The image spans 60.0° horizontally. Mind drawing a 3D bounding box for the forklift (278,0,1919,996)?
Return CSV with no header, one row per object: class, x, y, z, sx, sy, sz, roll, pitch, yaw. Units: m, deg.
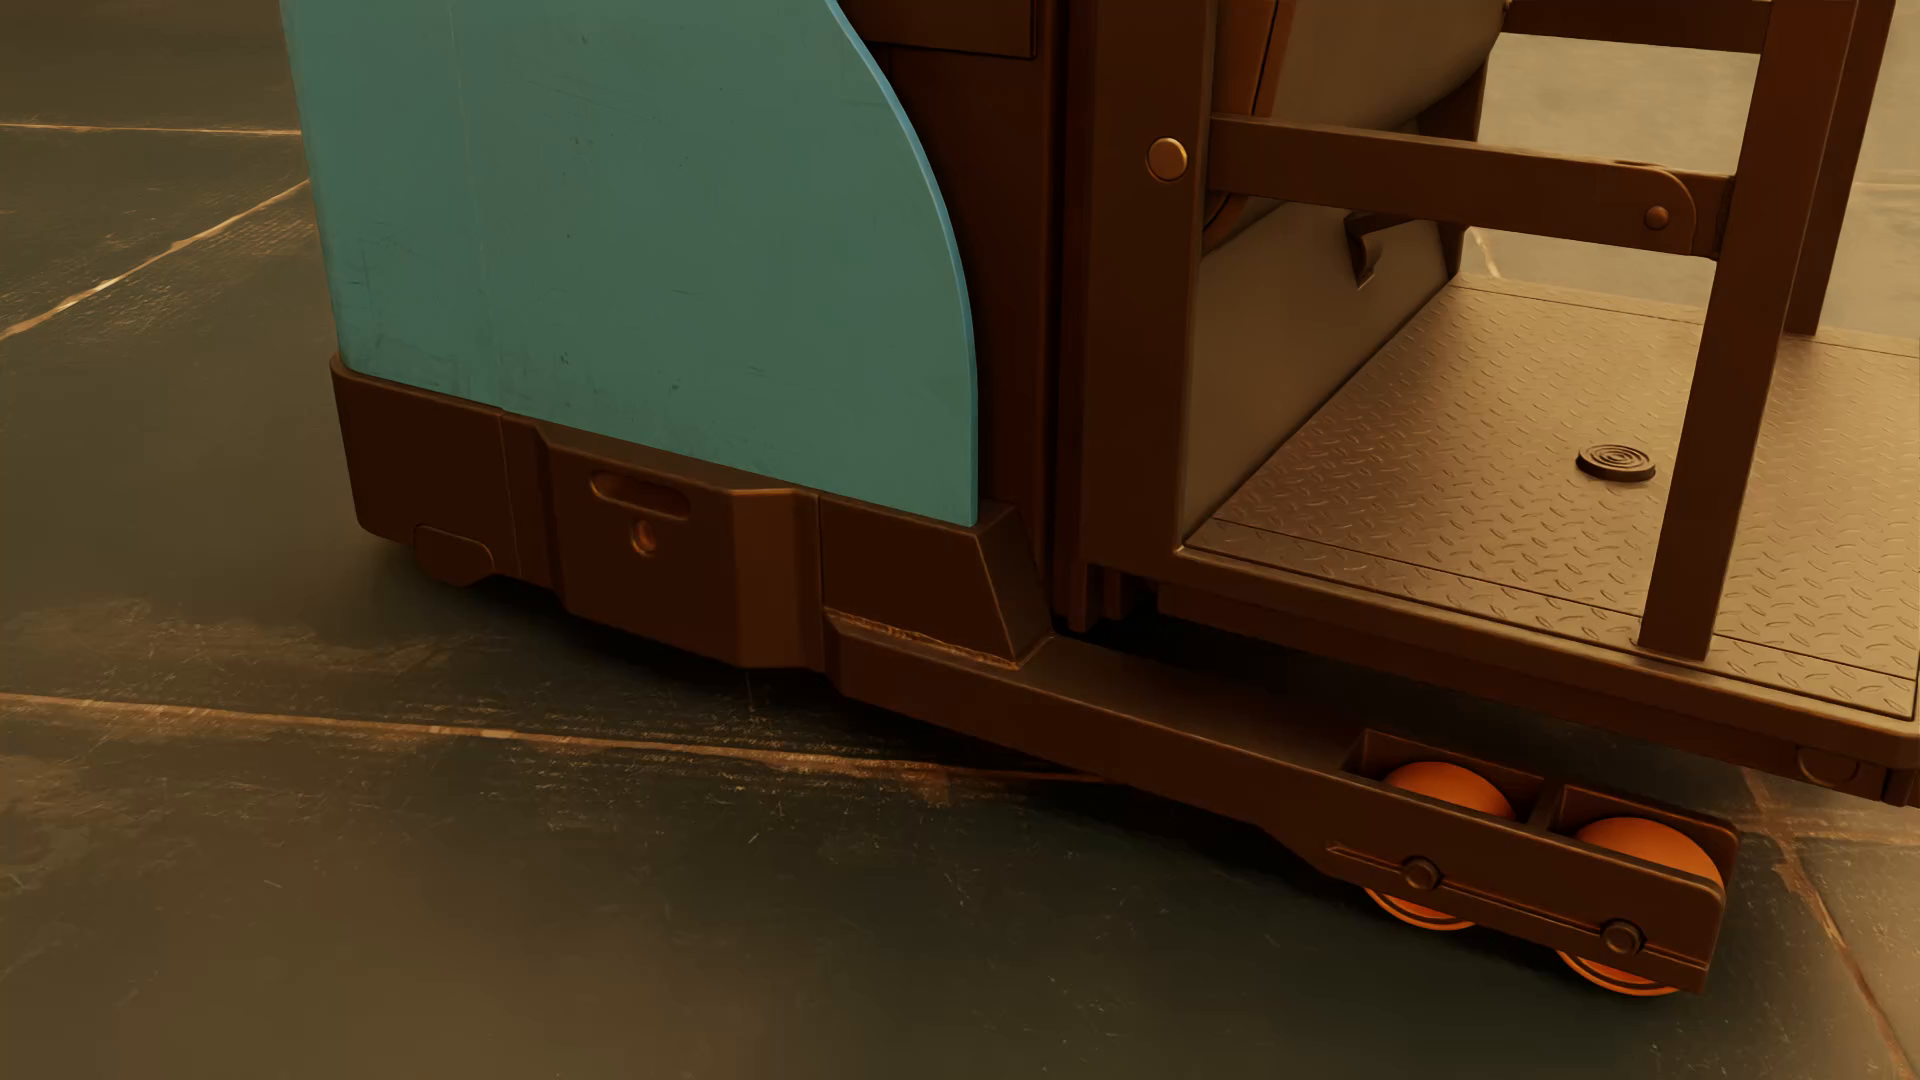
forklift,0.659,-1.142,1.507,3.031,2.935,1.130,14,30,26
